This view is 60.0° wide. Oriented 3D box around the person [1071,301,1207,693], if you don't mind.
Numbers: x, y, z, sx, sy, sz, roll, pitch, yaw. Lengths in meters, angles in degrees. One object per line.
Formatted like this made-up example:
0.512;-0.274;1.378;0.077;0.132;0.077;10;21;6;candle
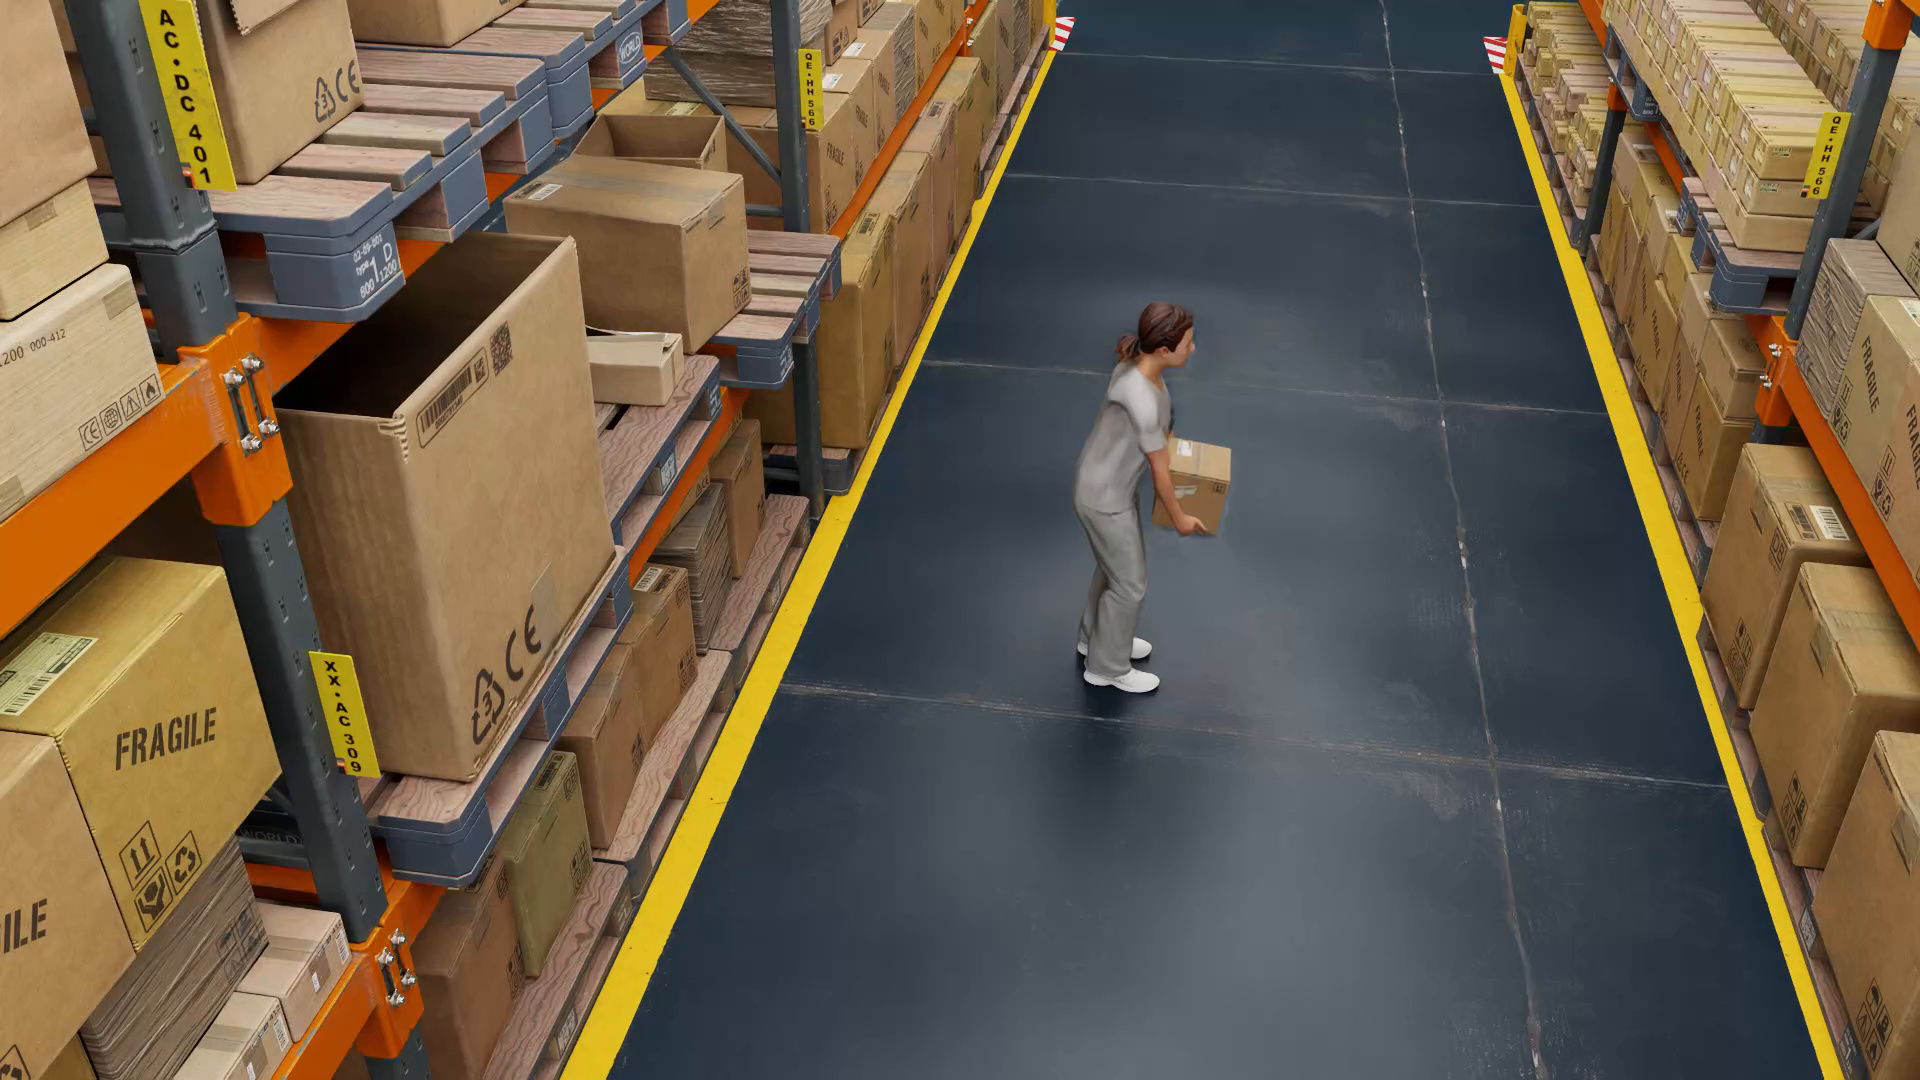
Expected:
0.696;-0.162;6.426;0.528;1.646;0.410;5;33;7;person
